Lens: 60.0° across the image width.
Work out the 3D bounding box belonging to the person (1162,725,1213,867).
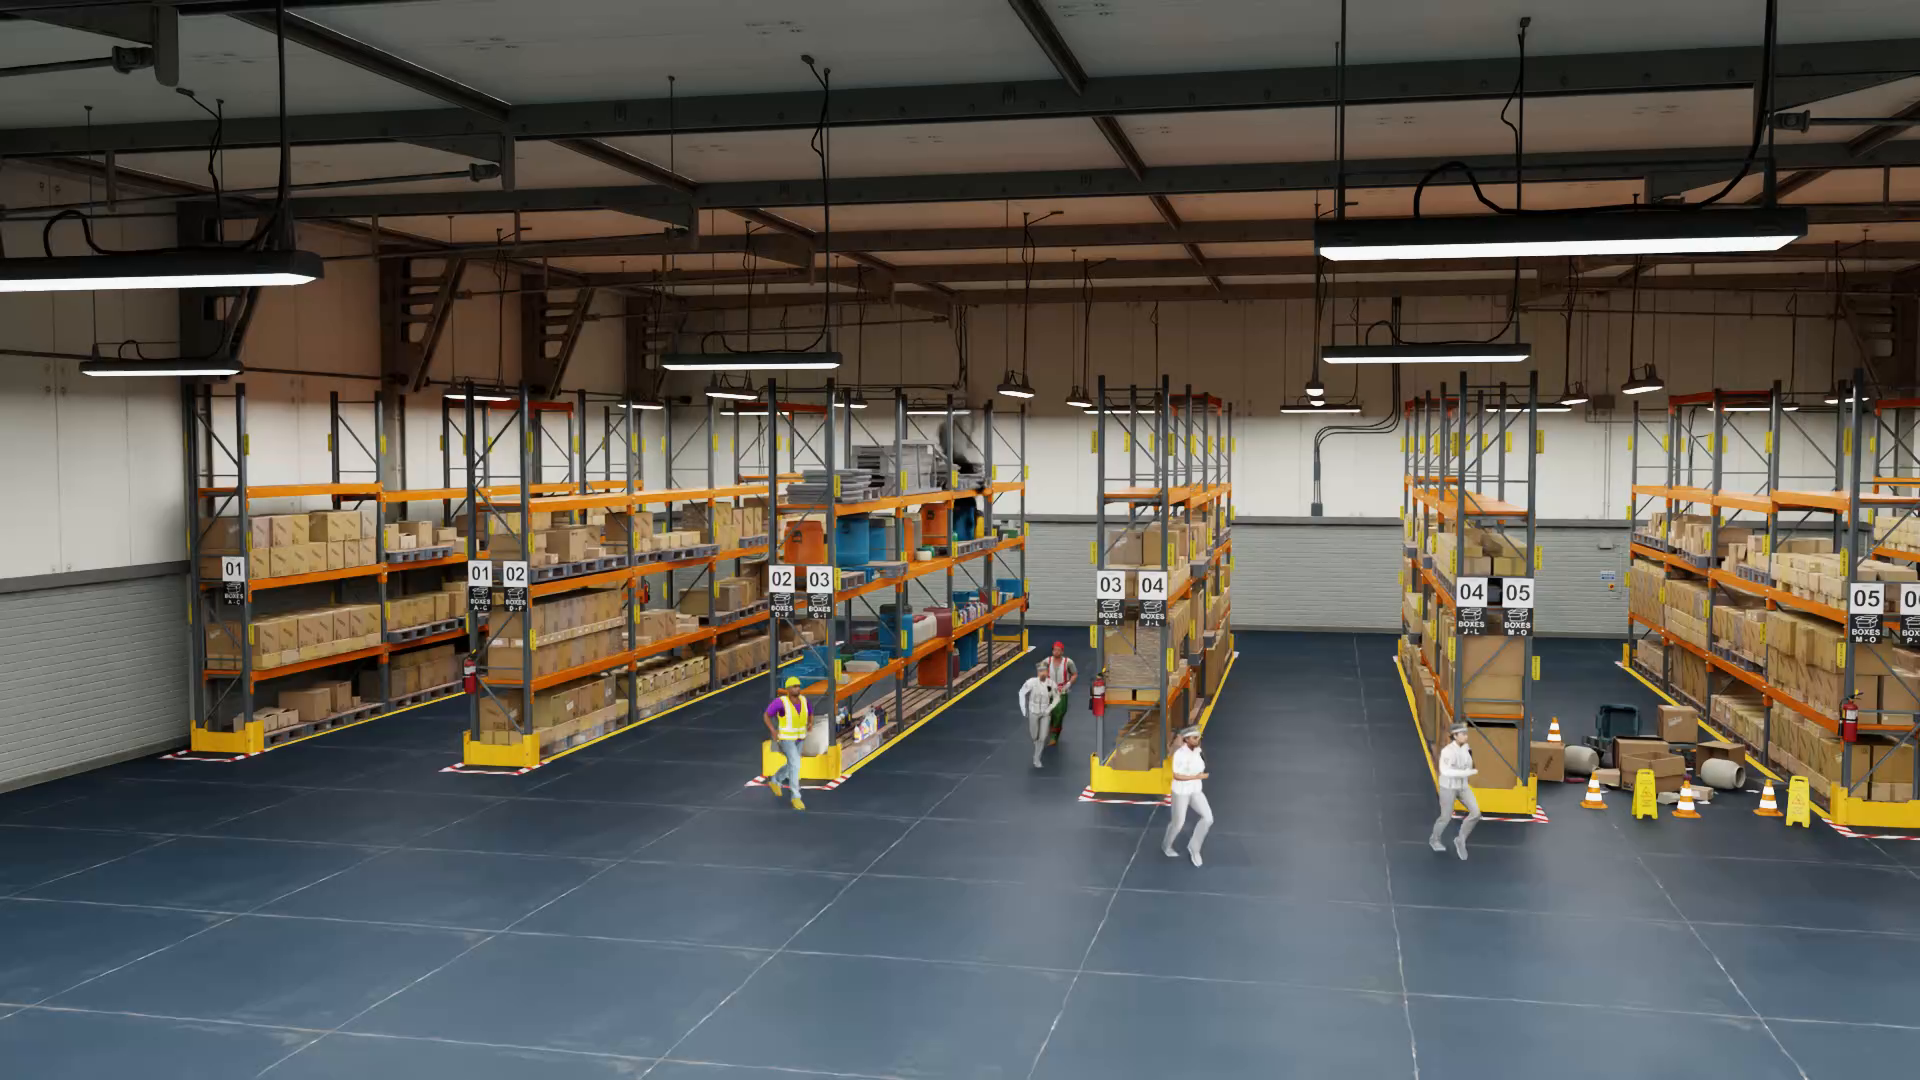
[{"bbox_3d":[2.711,3.028,19.844,0.601,1.700,0.814,-2,4,-37],"label":"person"}]

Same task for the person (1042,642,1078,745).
[{"bbox_3d":[1.621,2.551,27.704,0.670,1.737,0.584,1,3,10],"label":"person"}]

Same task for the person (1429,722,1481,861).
[{"bbox_3d":[5.982,3.009,20.092,0.641,1.683,0.792,-2,4,-30],"label":"person"}]

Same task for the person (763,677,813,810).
[{"bbox_3d":[-2.351,2.790,23.189,0.875,1.794,0.714,3,4,43],"label":"person"}]

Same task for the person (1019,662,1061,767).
[{"bbox_3d":[1.252,2.712,26.064,0.649,1.654,0.661,0,3,1],"label":"person"}]
